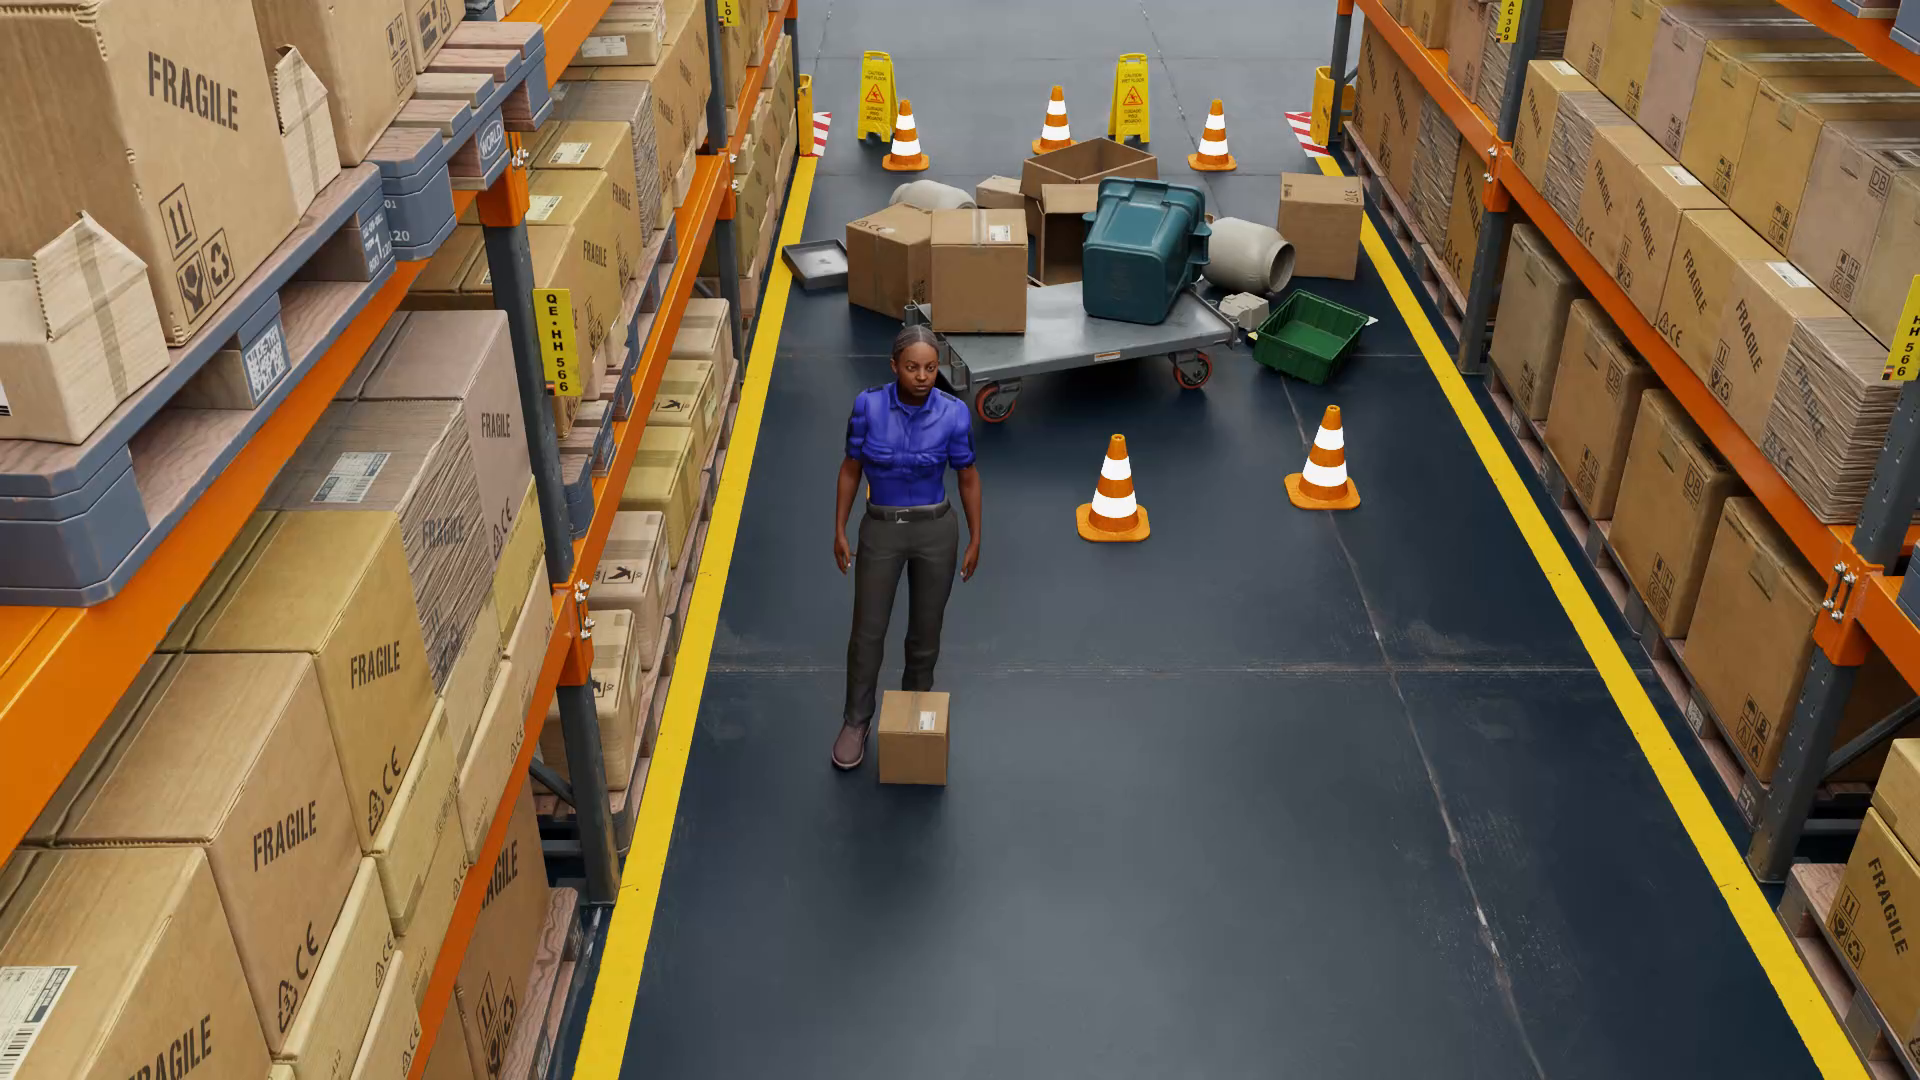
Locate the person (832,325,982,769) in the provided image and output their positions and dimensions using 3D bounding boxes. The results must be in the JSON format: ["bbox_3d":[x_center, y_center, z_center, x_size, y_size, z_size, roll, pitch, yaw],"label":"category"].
[{"bbox_3d":[-0.205,0.039,6.059,0.568,1.655,0.503,0,32,0],"label":"person"}]
